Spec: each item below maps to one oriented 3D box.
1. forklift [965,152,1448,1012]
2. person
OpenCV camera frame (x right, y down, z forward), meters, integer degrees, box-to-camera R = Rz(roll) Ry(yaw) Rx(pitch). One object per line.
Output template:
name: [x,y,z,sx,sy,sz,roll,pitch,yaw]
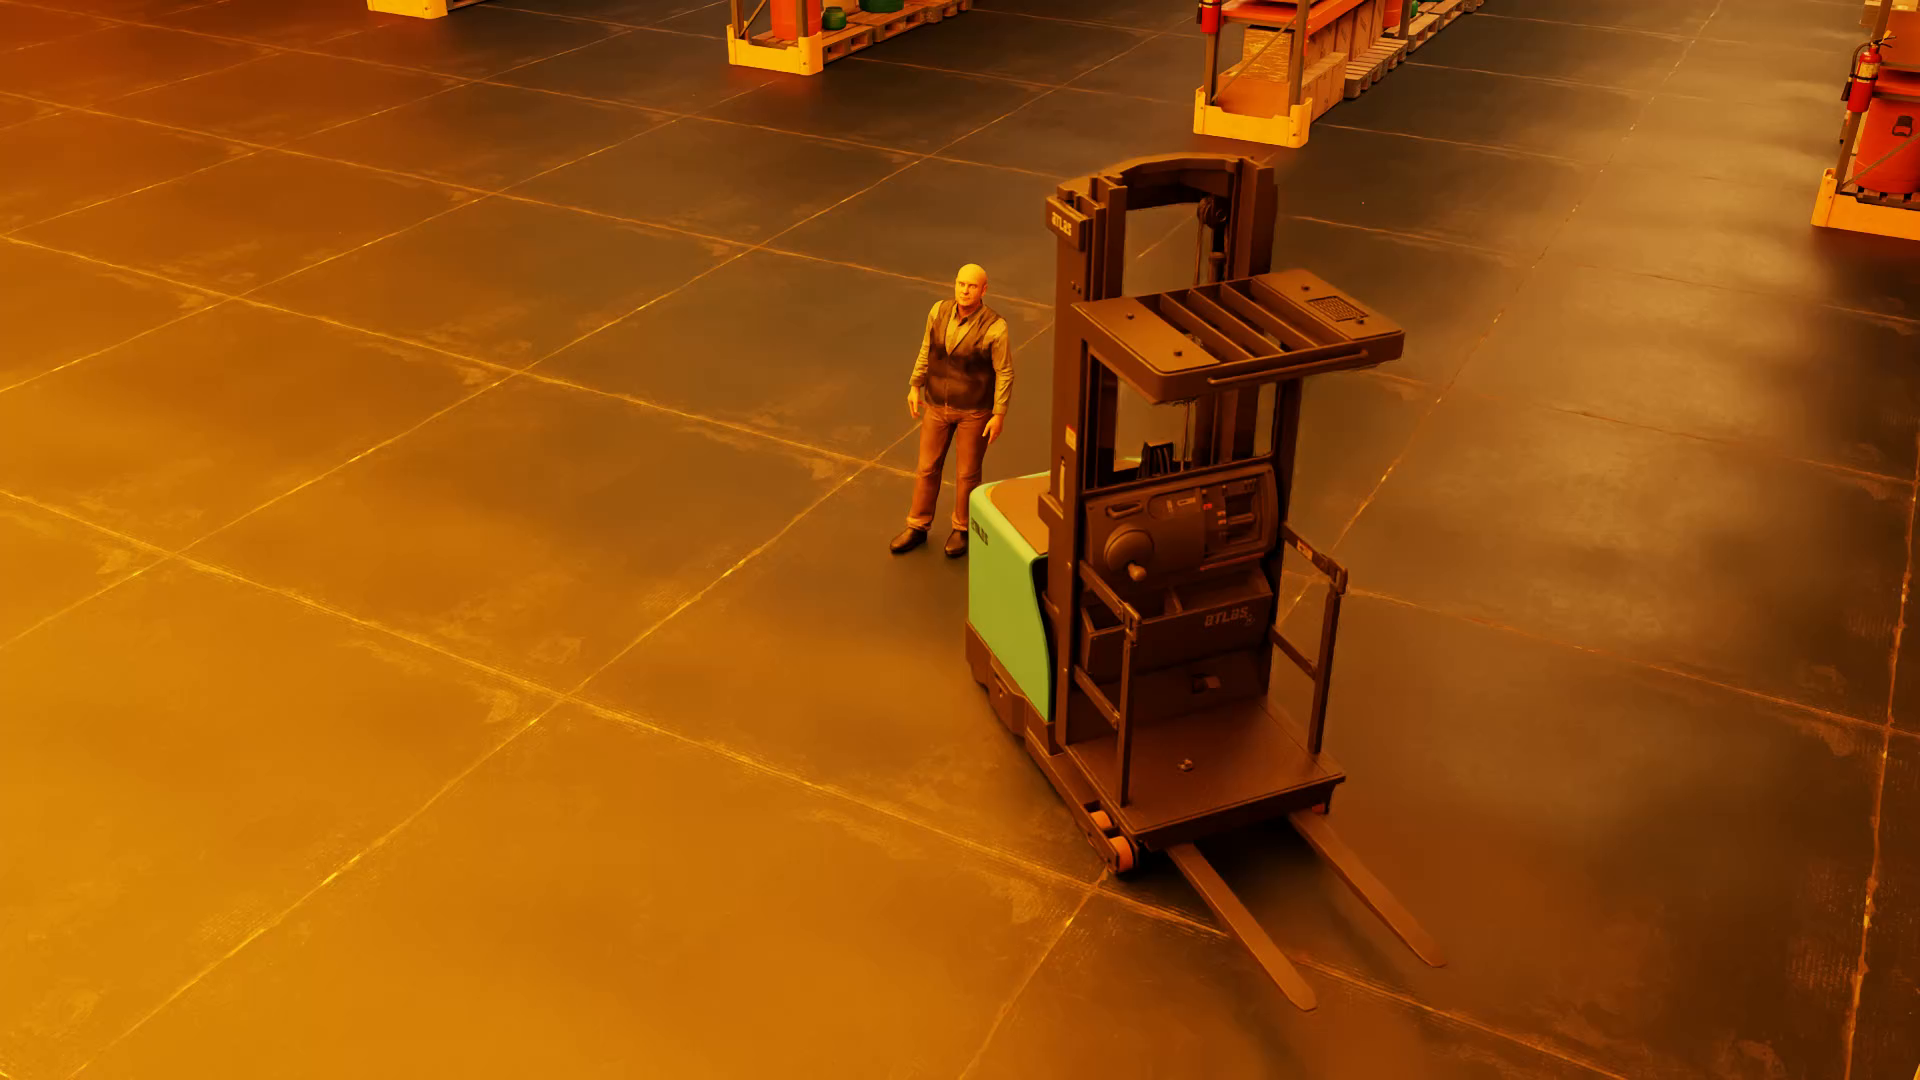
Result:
forklift: [1.060,-0.022,7.109,1.130,2.935,3.031,-12,32,-19]
person: [-0.037,-0.727,9.525,0.632,1.720,0.568,15,33,25]
